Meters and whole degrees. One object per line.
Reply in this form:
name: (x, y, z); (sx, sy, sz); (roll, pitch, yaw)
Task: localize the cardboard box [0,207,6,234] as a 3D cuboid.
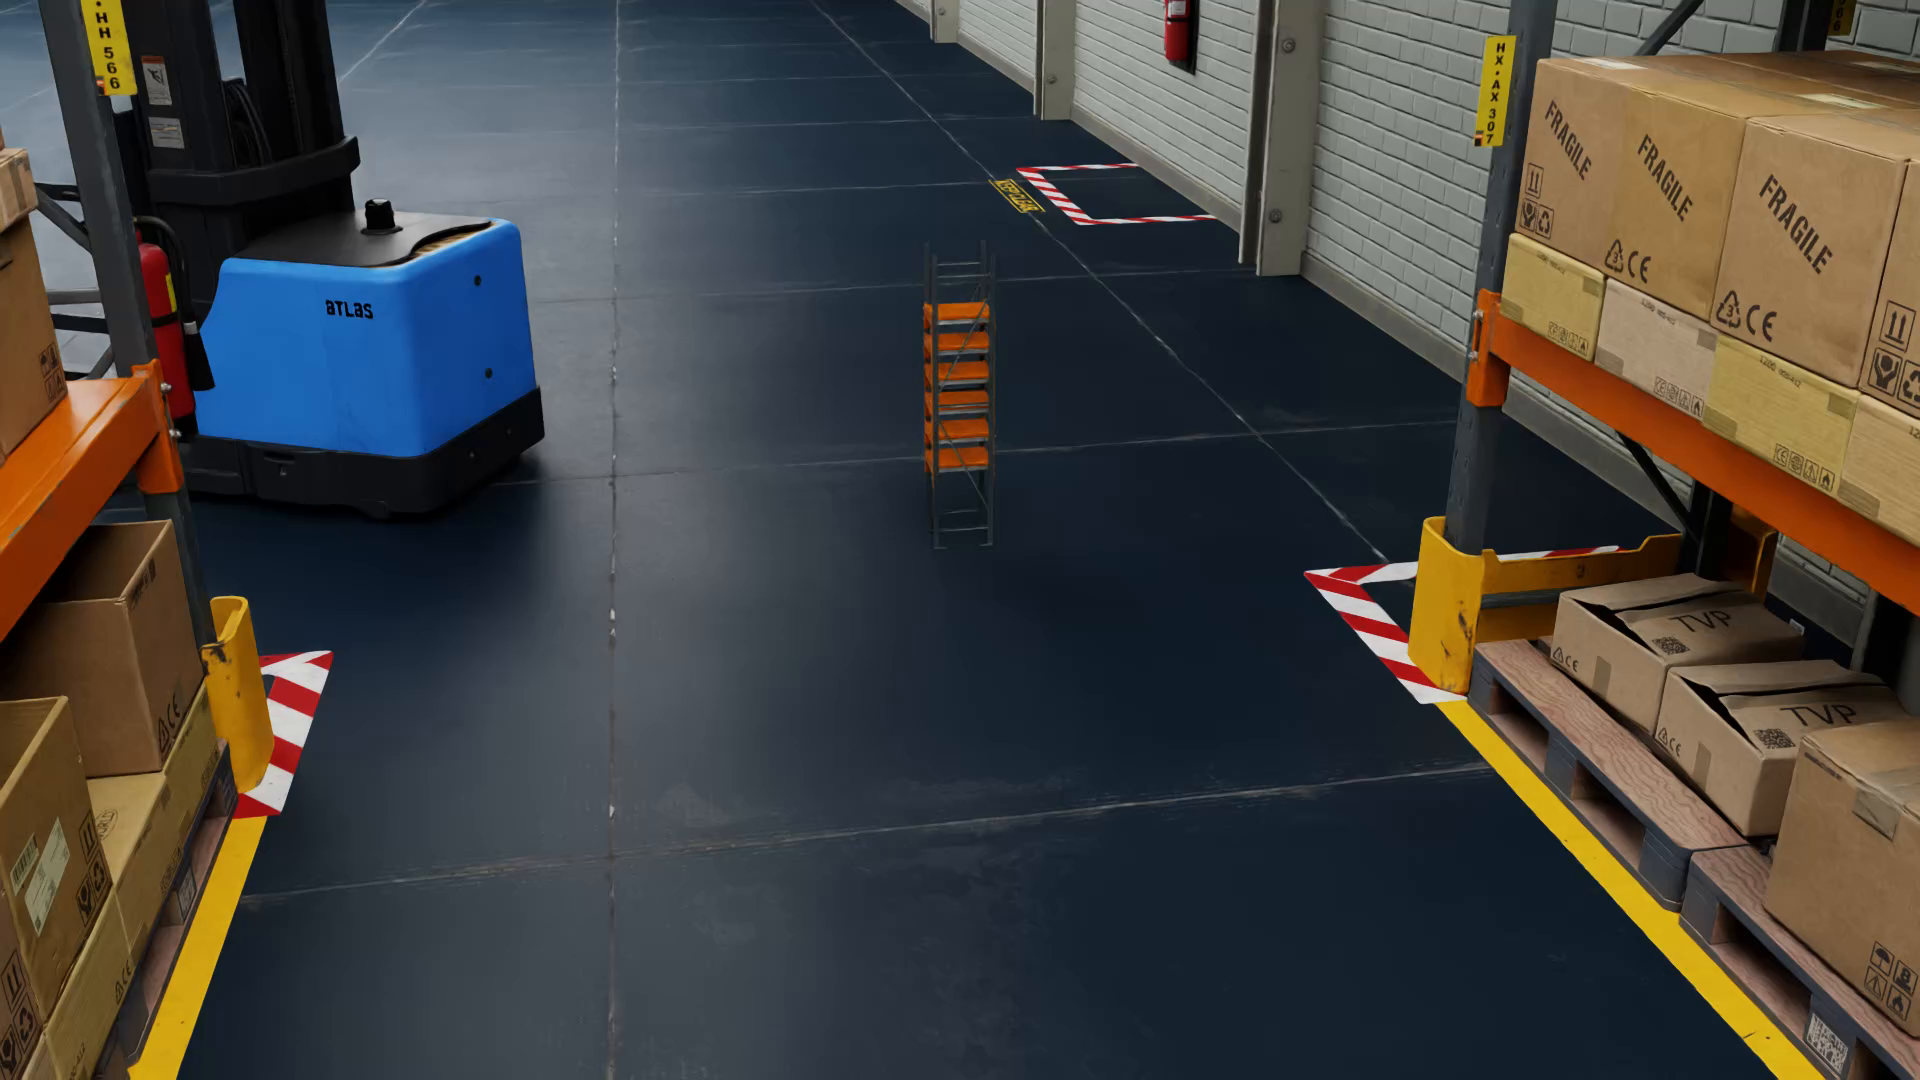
cardboard box: (-2.410, -0.732, 3.744); (0.380, 0.149, 0.250); (-4, 24, -8)

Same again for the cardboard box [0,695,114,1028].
cardboard box: (-2.127, 0.677, 3.427); (0.500, 0.500, 0.500); (-4, 24, -10)

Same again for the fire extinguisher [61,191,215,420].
fire extinguisher: (-2.283, -0.674, 4.642); (0.296, 0.674, 0.183); (-4, 24, -10)

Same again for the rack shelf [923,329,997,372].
rack shelf: (-0.003, -0.735, 6.445); (0.258, 0.103, 0.180); (-4, 24, -10)

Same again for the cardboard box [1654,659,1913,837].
cardboard box: (2.295, 0.537, 4.582); (0.500, 0.311, 0.500); (-2, 24, -5)

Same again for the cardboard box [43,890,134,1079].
cardboard box: (-2.130, 1.021, 3.576); (0.500, 0.250, 0.500); (-4, 24, -10)

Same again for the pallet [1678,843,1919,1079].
pallet: (2.502, 1.112, 3.939); (1.003, 0.211, 1.213); (-4, 24, -10)

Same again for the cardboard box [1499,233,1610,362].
cardboard box: (1.928, -0.721, 4.817); (0.500, 0.250, 0.500); (-5, 24, -11)

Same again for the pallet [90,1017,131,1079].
pallet: (-2.313, 1.426, 3.221); (1.003, 0.211, 1.213); (-4, 24, -10)

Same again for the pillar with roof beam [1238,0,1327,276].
pillar with roof beam: (-2.211, -5.576, 8.273); (9.100, 9.000, 0.400); (-4, 24, -10)

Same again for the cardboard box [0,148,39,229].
cardboard box: (-2.460, -0.835, 3.979); (0.380, 0.149, 0.250); (-5, 24, -11)

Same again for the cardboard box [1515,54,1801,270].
cardboard box: (1.943, -1.071, 4.679); (0.500, 0.500, 0.500); (-4, 24, -10)

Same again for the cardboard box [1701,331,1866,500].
cardboard box: (2.126, -0.317, 3.892); (0.500, 0.250, 0.500); (-5, 24, -11)

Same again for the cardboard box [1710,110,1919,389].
cardboard box: (2.114, -0.672, 3.766); (0.500, 0.500, 0.500); (-5, 24, -11)

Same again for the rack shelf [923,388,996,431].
rack shelf: (-0.003, -0.515, 6.541); (0.258, 0.103, 0.180); (-4, 24, -10)

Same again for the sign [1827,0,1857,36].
sign: (2.699, -1.705, 5.065); (0.100, 0.325, 0.005); (-4, 24, -10)

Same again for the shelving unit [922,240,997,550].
shelving unit: (-0.003, -0.556, 6.523); (0.258, 1.200, 0.189); (-4, 24, -10)

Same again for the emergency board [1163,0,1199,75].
emergency board: (1.600, -4.120, 12.436); (0.194, 1.169, 0.643); (-4, 24, -10)

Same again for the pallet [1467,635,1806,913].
pallet: (2.279, 0.633, 5.036); (1.003, 0.211, 1.213); (-4, 24, -10)

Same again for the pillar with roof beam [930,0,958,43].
pillar with roof beam: (-4.430, -10.296, 19.081); (9.100, 9.000, 0.400); (-4, 24, -10)

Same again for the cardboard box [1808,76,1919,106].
cardboard box: (2.529, -0.912, 4.316); (0.500, 0.500, 0.500); (-4, 24, -9)

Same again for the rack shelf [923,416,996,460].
rack shelf: (-0.003, -0.405, 6.589); (0.258, 0.103, 0.180); (-4, 24, -10)

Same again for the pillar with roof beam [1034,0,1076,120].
pillar with roof beam: (-3.320, -7.936, 13.677); (9.100, 9.000, 0.400); (-4, 24, -10)

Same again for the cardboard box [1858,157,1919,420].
cardboard box: (2.221, -0.470, 3.303); (0.500, 0.500, 0.500); (-4, 24, -8)

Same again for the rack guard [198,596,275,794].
rack guard: (-2.722, 0.508, 4.963); (1.175, 0.500, 0.348); (-4, 24, -10)

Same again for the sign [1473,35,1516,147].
sign: (1.617, -1.353, 5.019); (0.100, 0.325, 0.005); (-4, 24, -10)

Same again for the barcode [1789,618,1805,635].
barcode: (2.586, 0.286, 5.145); (0.001, 0.075, 0.075); (-4, 24, -10)

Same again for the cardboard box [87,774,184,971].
cardboard box: (-2.224, 0.824, 4.026); (0.500, 0.250, 0.500); (-4, 24, -10)

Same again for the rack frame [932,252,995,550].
rack frame: (0.014, -0.520, 6.440); (0.240, 1.200, 0.006); (-4, 24, -10)

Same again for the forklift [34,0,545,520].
forklift: (-3.488, -1.746, 7.086); (3.031, 2.935, 1.130); (7, 24, 15)

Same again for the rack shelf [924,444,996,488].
rack shelf: (-0.003, -0.295, 6.637); (0.258, 0.103, 0.180); (-4, 24, -10)

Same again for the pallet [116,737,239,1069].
pallet: (-2.535, 0.947, 4.318); (1.003, 0.211, 1.213); (-4, 24, -10)

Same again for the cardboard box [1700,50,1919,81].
cardboard box: (2.446, -1.111, 4.771); (0.500, 0.500, 0.500); (-5, 24, -10)

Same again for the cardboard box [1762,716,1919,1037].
cardboard box: (2.381, 0.743, 3.875); (0.700, 0.500, 0.500); (-6, 24, -13)

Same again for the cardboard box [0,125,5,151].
cardboard box: (-2.634, -1.063, 3.691); (0.700, 0.500, 0.500); (-4, 24, -10)

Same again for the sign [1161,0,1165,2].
sign: (1.600, -4.362, 12.944); (0.001, 0.329, 0.234); (-4, 24, -10)

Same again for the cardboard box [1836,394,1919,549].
cardboard box: (2.218, -0.118, 3.436); (0.500, 0.250, 0.500); (-4, 24, -9)

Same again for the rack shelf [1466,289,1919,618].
rack shelf: (2.520, 0.120, 3.627); (1.077, 0.370, 4.000); (-4, 24, -10)

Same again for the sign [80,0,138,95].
sign: (-2.182, -1.302, 4.241); (0.100, 0.325, 0.005); (-4, 24, -10)

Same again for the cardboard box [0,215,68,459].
cardboard box: (-2.644, -0.490, 3.998); (0.700, 0.500, 0.500); (-4, 24, -10)

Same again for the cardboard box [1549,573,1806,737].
cardboard box: (2.189, 0.313, 5.096); (0.500, 0.311, 0.500); (-7, 25, -16)

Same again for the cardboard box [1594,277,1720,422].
cardboard box: (2.038, -0.518, 4.351); (0.500, 0.250, 0.500); (-5, 24, -11)

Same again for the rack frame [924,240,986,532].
rack frame: (-0.020, -0.592, 6.605); (0.240, 1.200, 0.006); (-4, 24, -10)

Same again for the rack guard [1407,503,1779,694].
rack guard: (2.164, 0.179, 5.716); (1.175, 0.500, 0.348); (-4, 24, -10)

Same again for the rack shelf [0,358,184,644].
rack shelf: (-2.348, 0.488, 2.784); (1.077, 0.370, 4.000); (-4, 24, -10)

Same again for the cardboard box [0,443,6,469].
cardboard box: (-2.542, -0.283, 3.526); (0.700, 0.500, 0.500); (-4, 24, -8)

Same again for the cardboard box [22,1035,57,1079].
cardboard box: (-2.039, 1.217, 3.126); (0.500, 0.250, 0.500); (-4, 24, -10)

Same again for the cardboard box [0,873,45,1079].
cardboard box: (-2.036, 0.873, 2.976); (0.500, 0.500, 0.500); (-4, 24, -10)

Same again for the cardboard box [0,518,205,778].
cardboard box: (-2.326, 0.284, 4.325); (0.500, 0.500, 0.500); (-4, 24, -10)

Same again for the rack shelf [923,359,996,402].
rack shelf: (-0.003, -0.625, 6.493); (0.258, 0.103, 0.180); (-4, 24, -10)

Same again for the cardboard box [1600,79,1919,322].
cardboard box: (2.024, -0.875, 4.232); (0.500, 0.500, 0.500); (-4, 24, -10)

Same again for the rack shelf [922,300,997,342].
rack shelf: (-0.003, -0.845, 6.397); (0.258, 0.103, 0.180); (-4, 24, -10)

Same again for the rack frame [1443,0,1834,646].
rack frame: (2.150, -0.997, 5.284); (1.000, 3.000, 0.127); (-4, 24, -10)

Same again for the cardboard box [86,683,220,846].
cardboard box: (-2.328, 0.628, 4.474); (0.500, 0.250, 0.500); (-4, 24, -10)

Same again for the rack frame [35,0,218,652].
rack frame: (-2.718, -0.628, 4.441); (1.000, 3.000, 0.127); (-4, 24, -10)
